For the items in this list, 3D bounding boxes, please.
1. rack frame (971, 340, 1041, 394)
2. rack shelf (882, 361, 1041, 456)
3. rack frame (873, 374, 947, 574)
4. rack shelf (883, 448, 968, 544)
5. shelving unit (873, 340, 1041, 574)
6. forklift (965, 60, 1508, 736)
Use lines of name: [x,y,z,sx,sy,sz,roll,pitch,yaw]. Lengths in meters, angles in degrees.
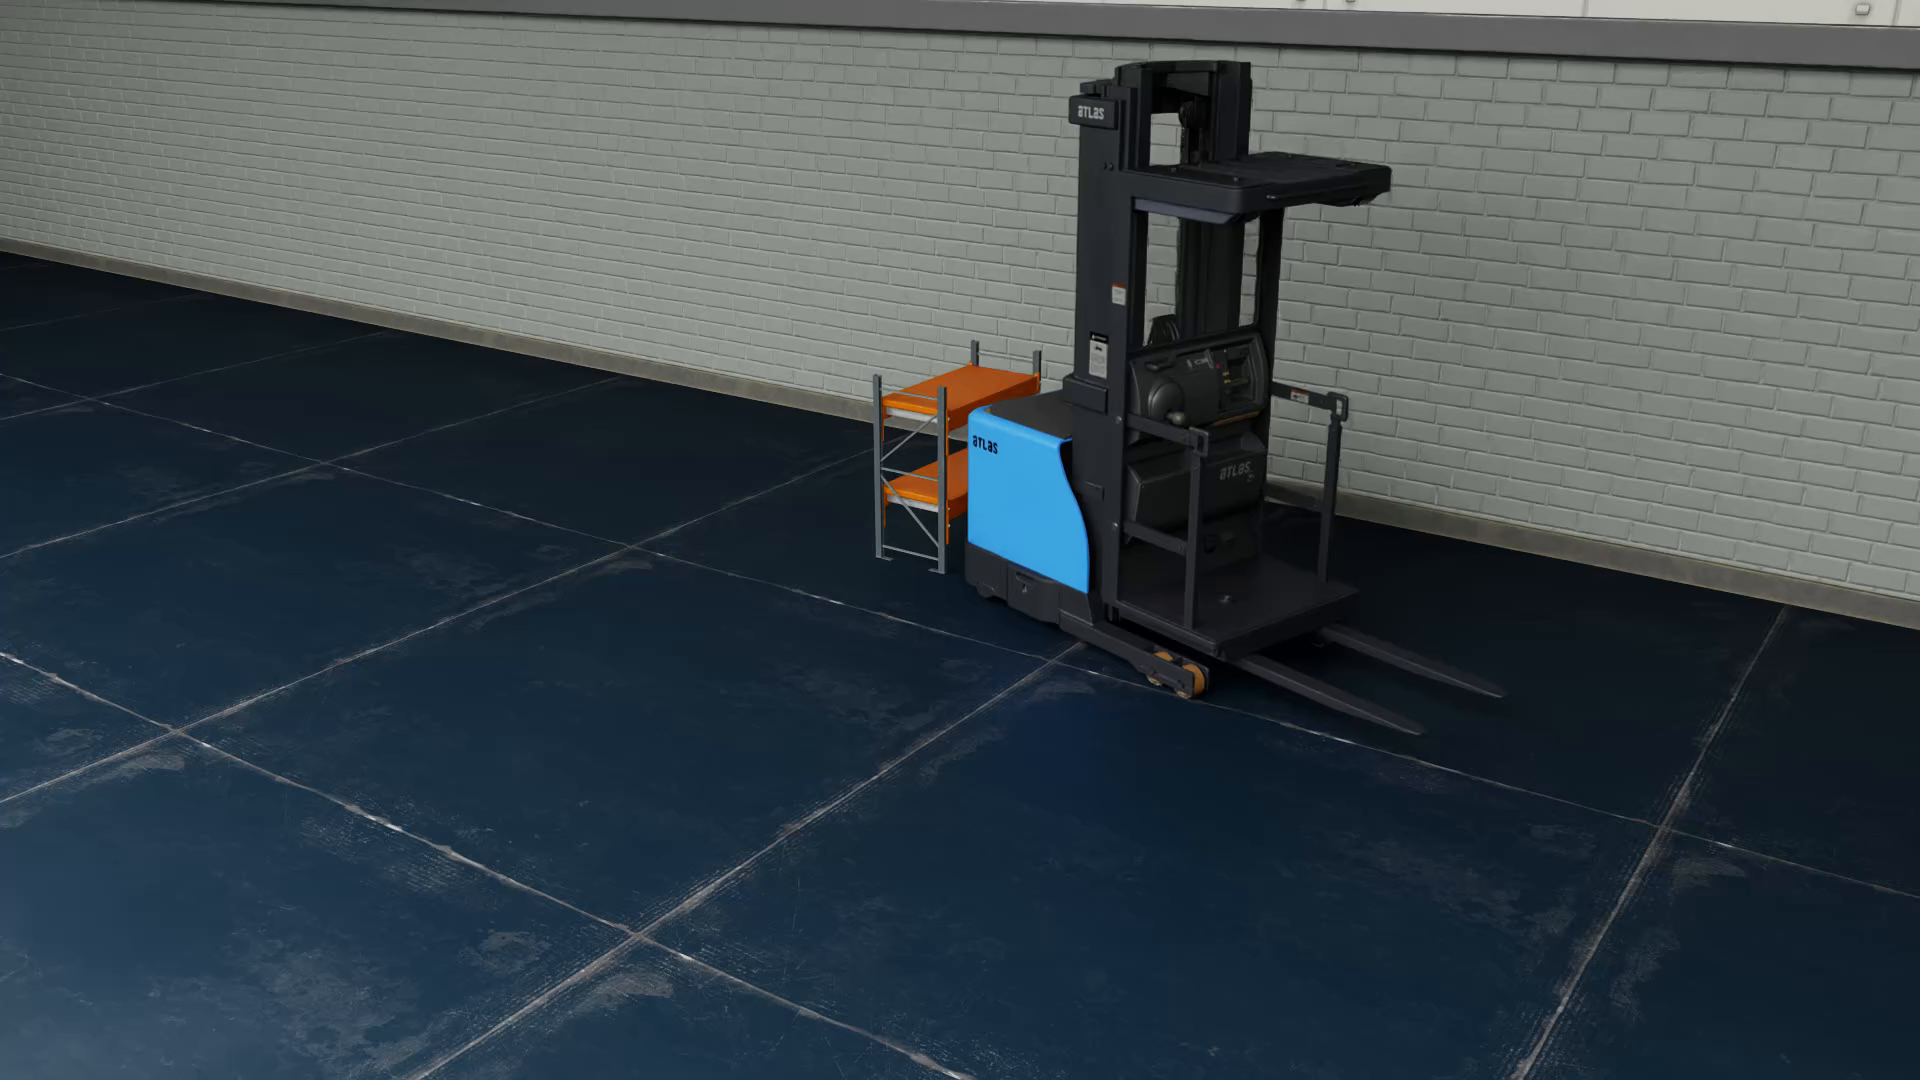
rack frame: [0.282,-0.671,10.459,0.500,1.125,0.032,13,24,32]
rack shelf: [-0.004,-0.800,9.963,0.538,0.278,1.000,13,24,32]
rack frame: [-0.290,-0.380,9.670,0.500,1.125,0.032,13,24,32]
rack shelf: [-0.004,-0.296,10.149,0.538,0.278,1.000,13,24,32]
shelving unit: [-0.004,-0.526,10.065,0.538,1.125,1.048,13,24,32]
forklift: [1.337,-0.792,8.181,1.130,2.935,3.031,-15,25,-36]
